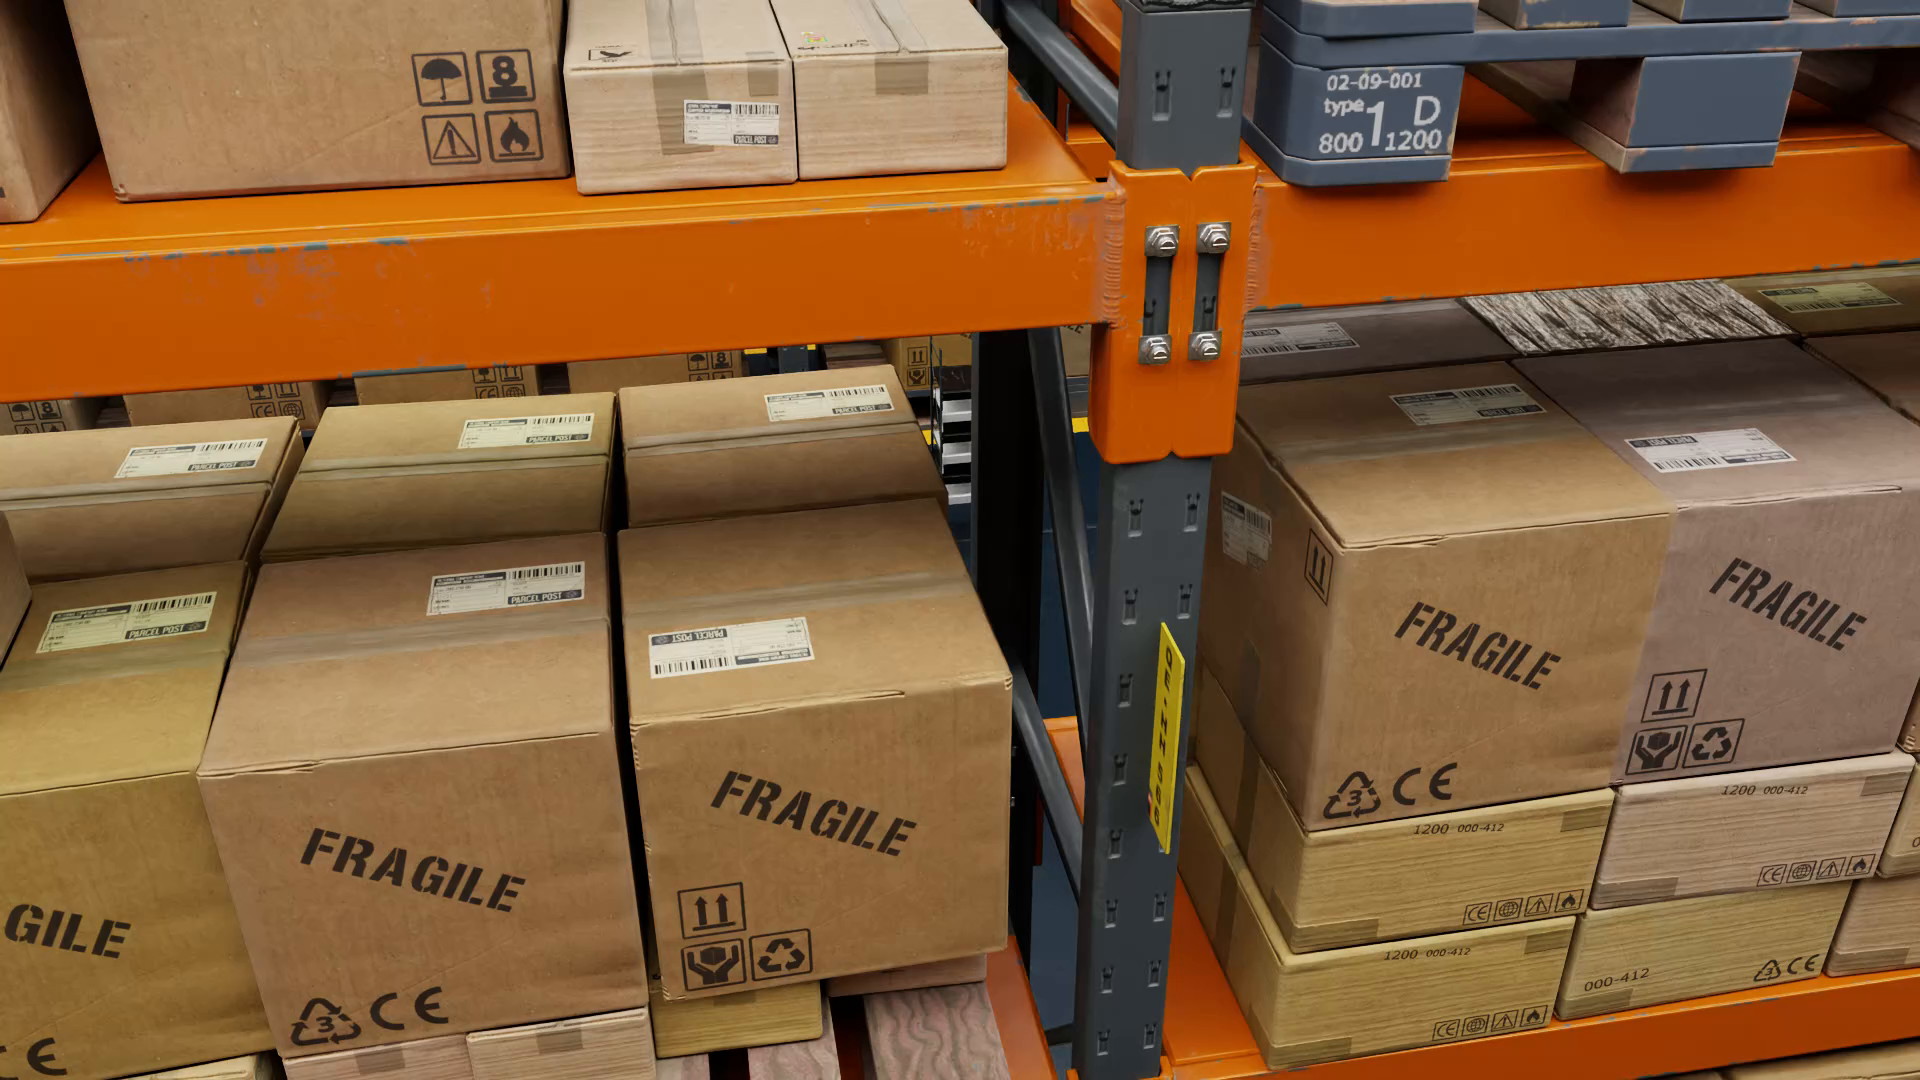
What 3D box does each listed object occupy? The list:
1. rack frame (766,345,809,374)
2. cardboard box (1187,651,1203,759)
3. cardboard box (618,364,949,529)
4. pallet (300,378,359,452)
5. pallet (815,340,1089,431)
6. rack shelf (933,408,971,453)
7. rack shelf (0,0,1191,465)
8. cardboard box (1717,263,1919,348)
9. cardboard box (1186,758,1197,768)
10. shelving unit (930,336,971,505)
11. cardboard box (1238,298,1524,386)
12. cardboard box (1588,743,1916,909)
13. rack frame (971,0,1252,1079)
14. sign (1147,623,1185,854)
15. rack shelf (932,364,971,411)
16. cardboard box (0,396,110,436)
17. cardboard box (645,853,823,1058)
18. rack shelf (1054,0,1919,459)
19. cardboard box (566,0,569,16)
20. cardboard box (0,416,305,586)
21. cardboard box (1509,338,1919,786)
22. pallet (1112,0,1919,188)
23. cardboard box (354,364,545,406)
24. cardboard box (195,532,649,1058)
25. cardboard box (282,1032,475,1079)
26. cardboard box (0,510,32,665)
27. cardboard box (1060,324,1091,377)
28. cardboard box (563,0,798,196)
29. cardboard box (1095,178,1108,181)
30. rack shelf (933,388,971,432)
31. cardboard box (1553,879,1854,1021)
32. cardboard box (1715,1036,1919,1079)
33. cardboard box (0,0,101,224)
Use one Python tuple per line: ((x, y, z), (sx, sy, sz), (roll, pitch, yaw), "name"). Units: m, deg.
((-0.820, -1.991, 7.177), (0.127, 3.000, 1.000), (-5, 31, -9), "rack frame")
((0.602, 0.146, 3.198), (0.500, 0.250, 0.500), (-5, 31, -9), "cardboard box")
((-0.313, 0.041, 2.915), (0.500, 0.500, 0.500), (-6, 31, -10), "cardboard box")
((-2.806, -0.645, 7.639), (1.213, 0.211, 1.003), (-5, 31, -9), "pallet")
((-0.051, -0.860, 8.004), (1.213, 0.211, 1.003), (-5, 31, -9), "pallet")
((0.008, -0.437, 6.494), (0.200, 0.077, 0.258), (-5, 31, -9), "rack shelf")
((-1.796, -0.333, 2.107), (4.000, 0.370, 1.077), (-5, 31, -9), "rack shelf")
((1.626, -0.277, 3.177), (0.500, 0.500, 0.500), (-5, 31, -9), "cardboard box")
((0.622, 0.356, 3.333), (0.500, 0.250, 0.500), (-6, 31, -11), "cardboard box")
((0.008, -0.389, 6.523), (0.210, 0.900, 0.258), (-5, 31, -9), "shelving unit")
((0.633, -0.184, 3.019), (0.500, 0.500, 0.500), (-6, 31, -10), "cardboard box")
((1.223, 0.347, 2.856), (0.500, 0.250, 0.500), (-5, 31, -8), "cardboard box")
((0.171, 0.467, 2.996), (0.127, 3.000, 1.000), (-5, 31, -9), "rack frame")
((0.278, 0.272, 2.264), (0.005, 0.325, 0.100), (-5, 31, -9), "sign")
((0.008, -0.593, 6.403), (0.200, 0.077, 0.258), (-5, 31, -9), "rack shelf")
((-4.160, -0.939, 7.193), (0.750, 0.750, 1.050), (-5, 31, -9), "cardboard box")
((-0.359, 0.602, 2.600), (0.250, 0.149, 0.380), (-5, 31, -8), "cardboard box")
((2.139, -0.698, 2.728), (4.000, 0.370, 1.077), (-5, 31, -9), "rack shelf")
((-0.420, -0.800, 2.325), (0.258, 0.266, 0.396), (-5, 31, -9), "cardboard box")
((-1.345, 0.144, 2.740), (0.500, 0.500, 0.500), (-5, 31, -8), "cardboard box")
((1.187, 0.020, 2.671), (0.500, 0.500, 0.500), (-5, 31, -9), "cardboard box")
((0.795, -0.829, 2.428), (1.003, 0.211, 1.213), (-4, 31, -7), "pallet")
((-2.294, -1.110, 7.484), (0.750, 0.750, 1.050), (-5, 31, -8), "cardboard box")
((-0.732, 0.348, 2.393), (0.500, 0.500, 0.500), (-6, 31, -10), "cardboard box")
((-0.848, 0.667, 2.490), (0.250, 0.149, 0.380), (-7, 31, -11), "cardboard box")
((-1.387, 0.125, 2.131), (0.250, 0.149, 0.380), (-7, 31, -11), "cardboard box")
((0.416, -1.080, 7.679), (0.500, 0.500, 0.500), (-5, 31, -8), "cardboard box")
((-0.344, -0.557, 2.027), (0.250, 0.149, 0.380), (-5, 31, -9), "cardboard box")
((0.803, -1.701, 7.996), (0.500, 0.250, 0.500), (-5, 31, -8), "cardboard box")
((0.008, -0.515, 6.449), (0.200, 0.077, 0.258), (-5, 31, -9), "rack shelf")
((1.200, 0.557, 2.991), (0.500, 0.250, 0.500), (-6, 31, -10), "cardboard box")
((1.744, 1.101, 3.600), (0.875, 0.875, 0.875), (-5, 31, -8), "cardboard box")
((-1.324, -0.717, 1.948), (0.637, 0.503, 0.797), (-5, 31, -9), "cardboard box")
